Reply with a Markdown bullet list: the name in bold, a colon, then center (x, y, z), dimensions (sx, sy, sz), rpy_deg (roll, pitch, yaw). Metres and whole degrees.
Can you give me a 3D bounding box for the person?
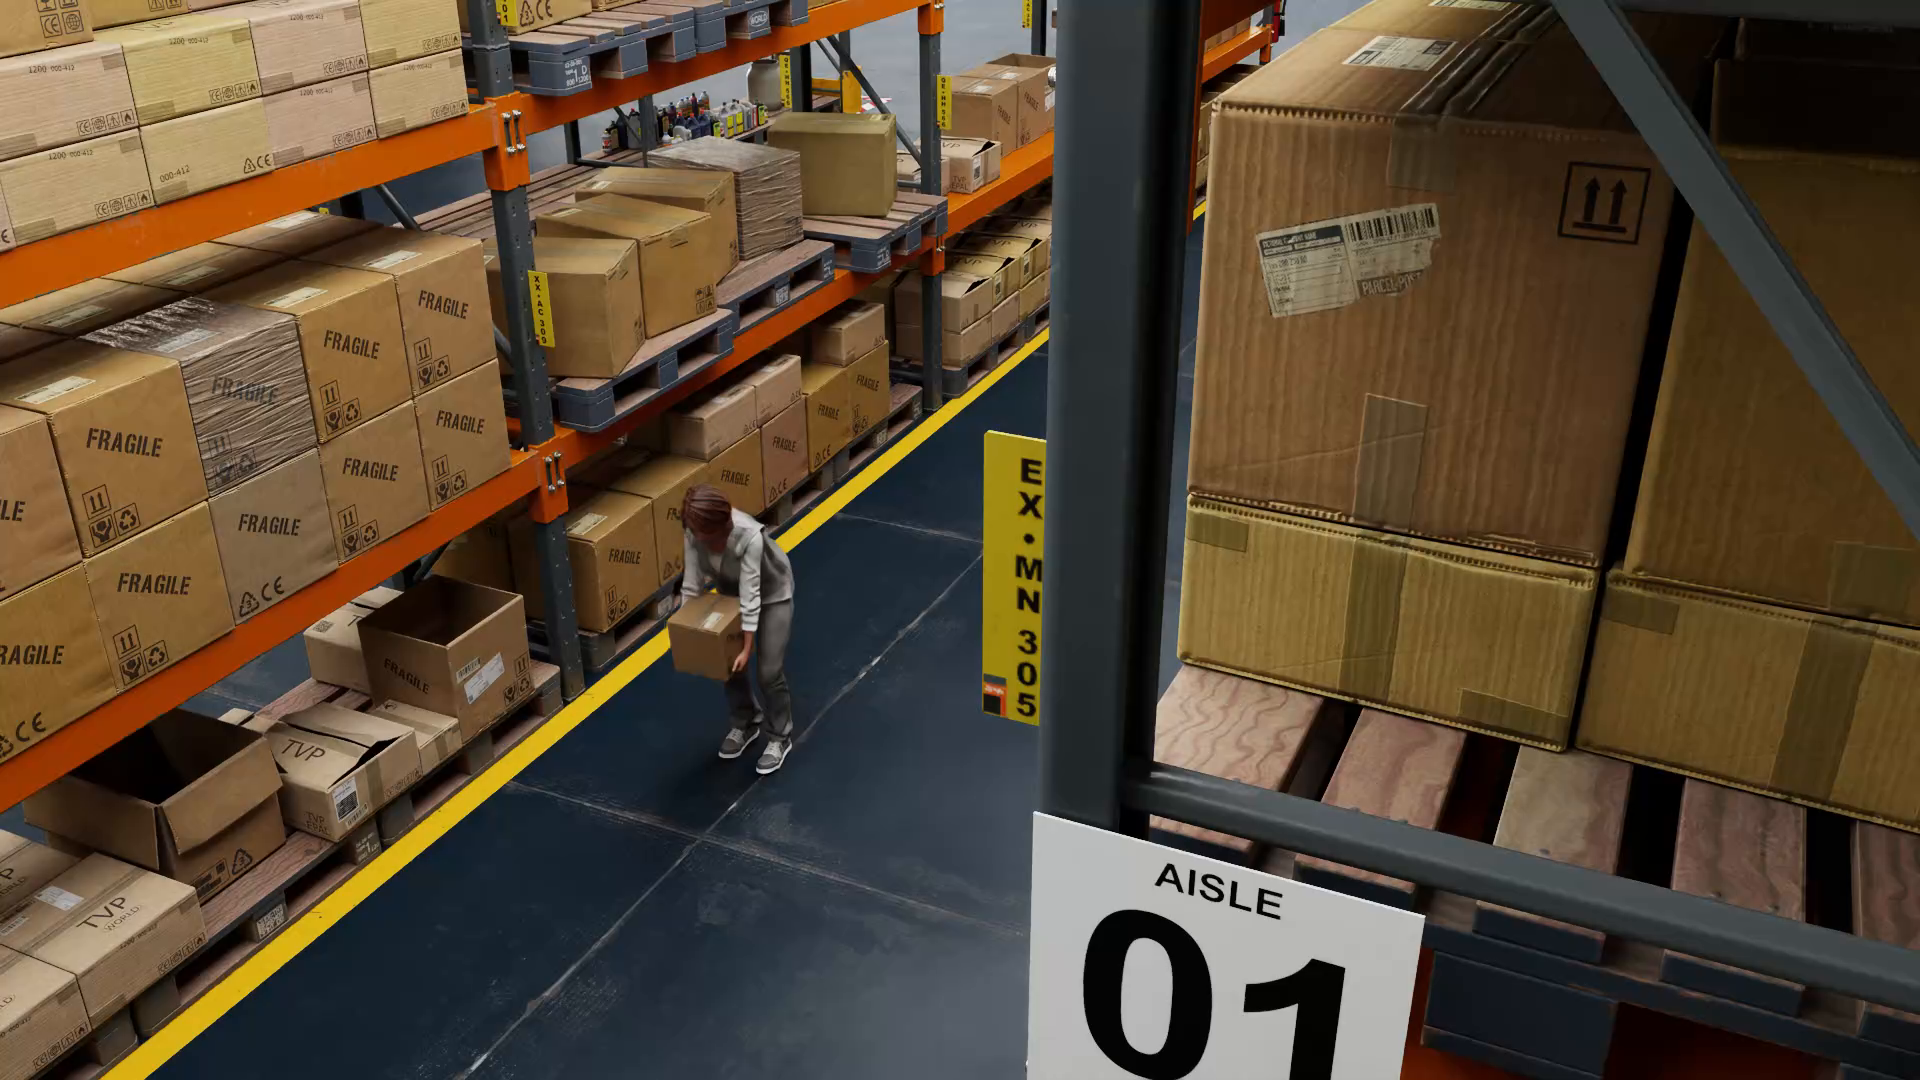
- **person**: center (-0.950, 0.351, 7.084), dimensions (0.378, 1.459, 0.647), rpy_deg (11, 29, 21)
